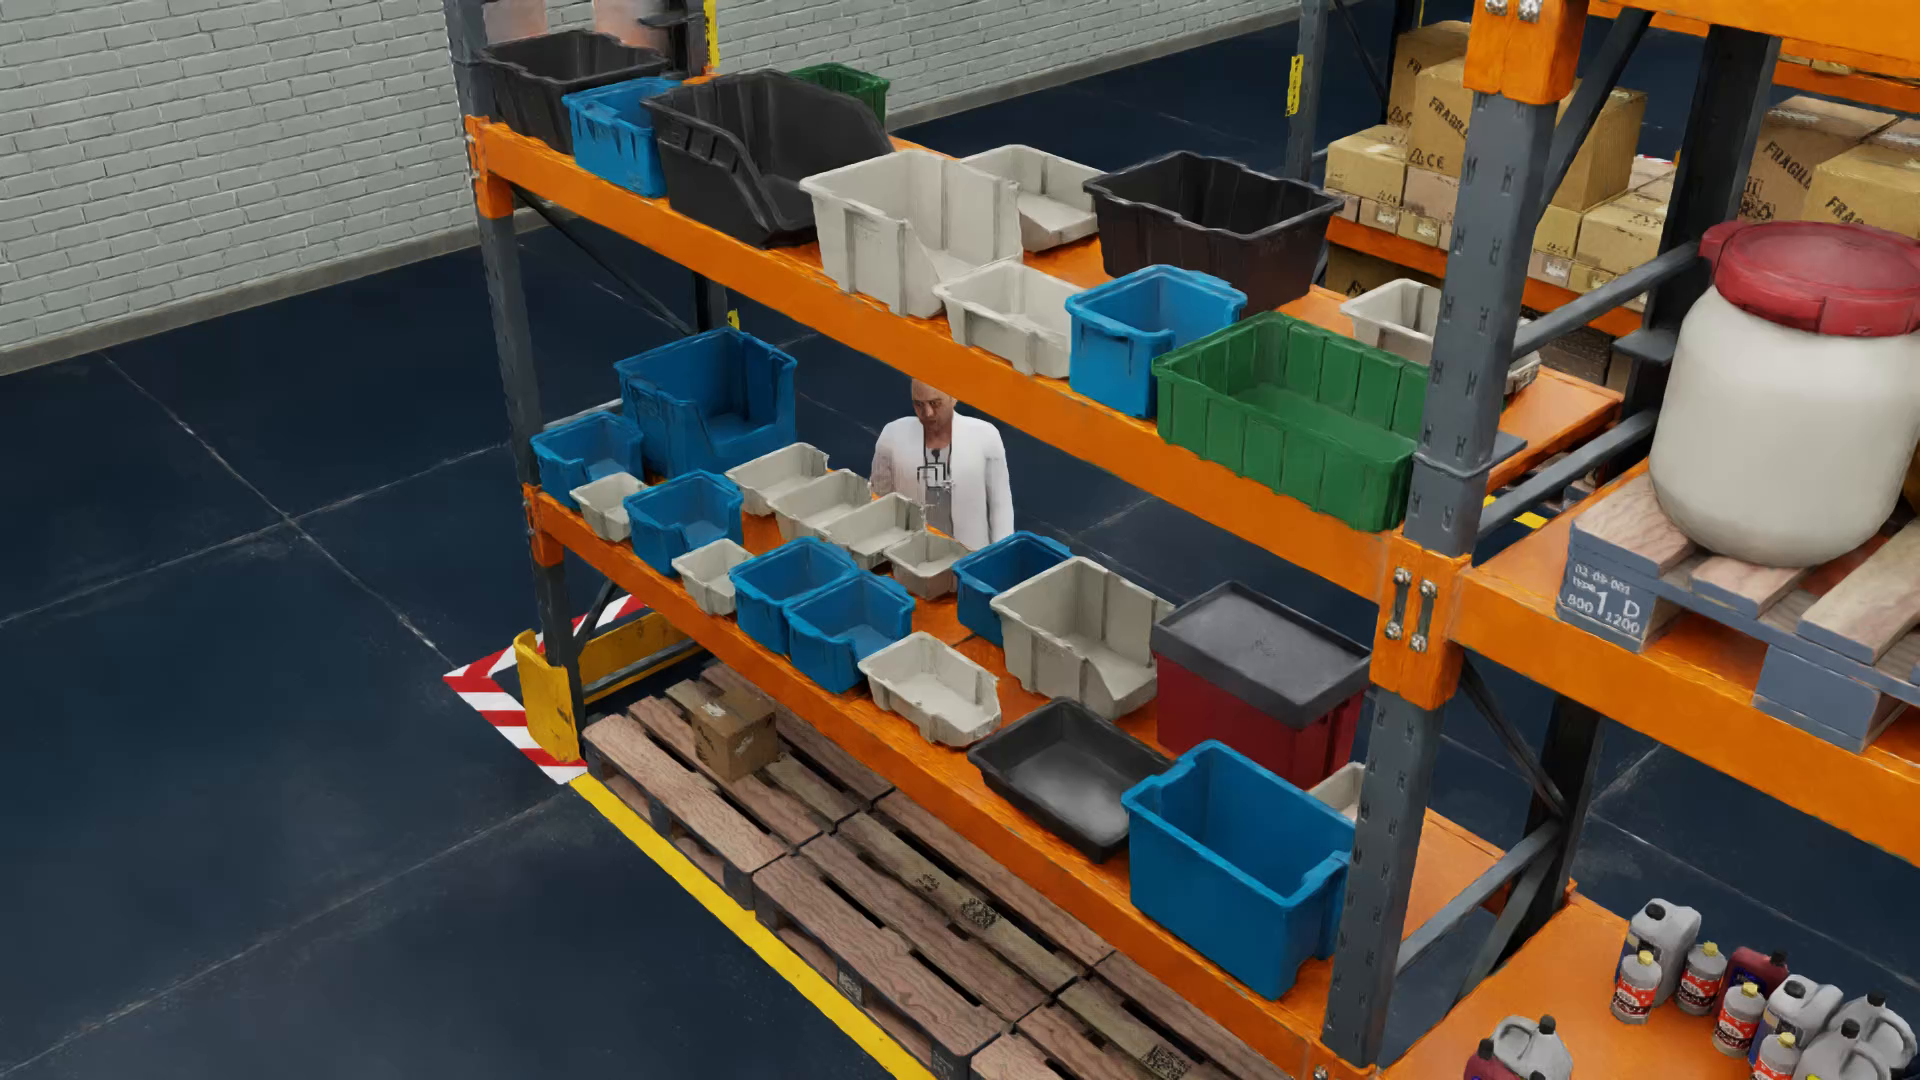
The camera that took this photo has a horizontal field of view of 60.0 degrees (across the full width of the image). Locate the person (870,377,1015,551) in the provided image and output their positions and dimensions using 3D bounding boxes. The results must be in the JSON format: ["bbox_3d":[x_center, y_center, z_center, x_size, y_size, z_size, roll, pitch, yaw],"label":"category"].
[{"bbox_3d":[-0.102,0.083,7.000,0.685,1.772,0.705,-1,31,-1],"label":"person"}]
